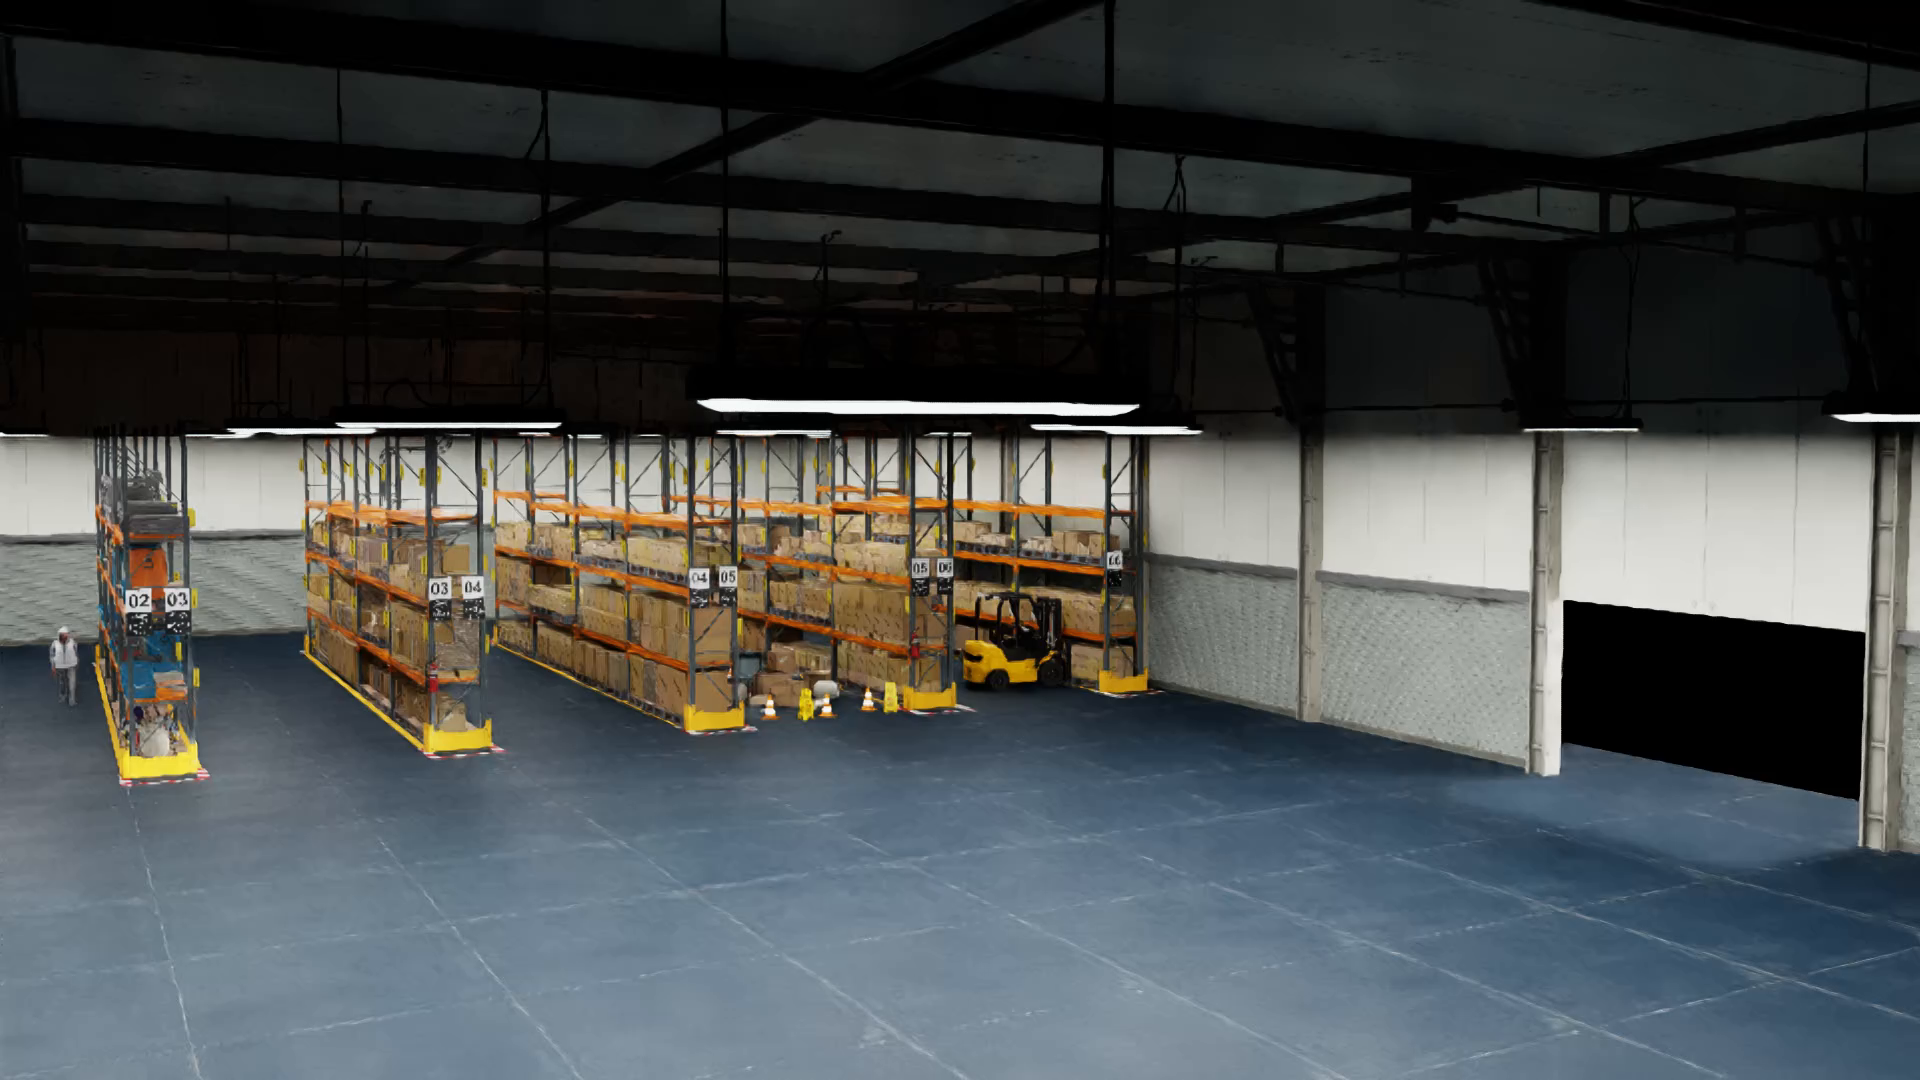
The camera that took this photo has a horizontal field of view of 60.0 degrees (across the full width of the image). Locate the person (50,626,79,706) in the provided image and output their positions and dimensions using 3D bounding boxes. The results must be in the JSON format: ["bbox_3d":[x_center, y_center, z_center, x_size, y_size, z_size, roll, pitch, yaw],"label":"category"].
[{"bbox_3d":[-19.291,2.694,35.812,0.543,1.700,1.114,-2,4,-26],"label":"person"}]

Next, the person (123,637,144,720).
[{"bbox_3d":[-16.205,2.725,32.486,0.456,1.678,0.505,-1,4,-18],"label":"person"}]
